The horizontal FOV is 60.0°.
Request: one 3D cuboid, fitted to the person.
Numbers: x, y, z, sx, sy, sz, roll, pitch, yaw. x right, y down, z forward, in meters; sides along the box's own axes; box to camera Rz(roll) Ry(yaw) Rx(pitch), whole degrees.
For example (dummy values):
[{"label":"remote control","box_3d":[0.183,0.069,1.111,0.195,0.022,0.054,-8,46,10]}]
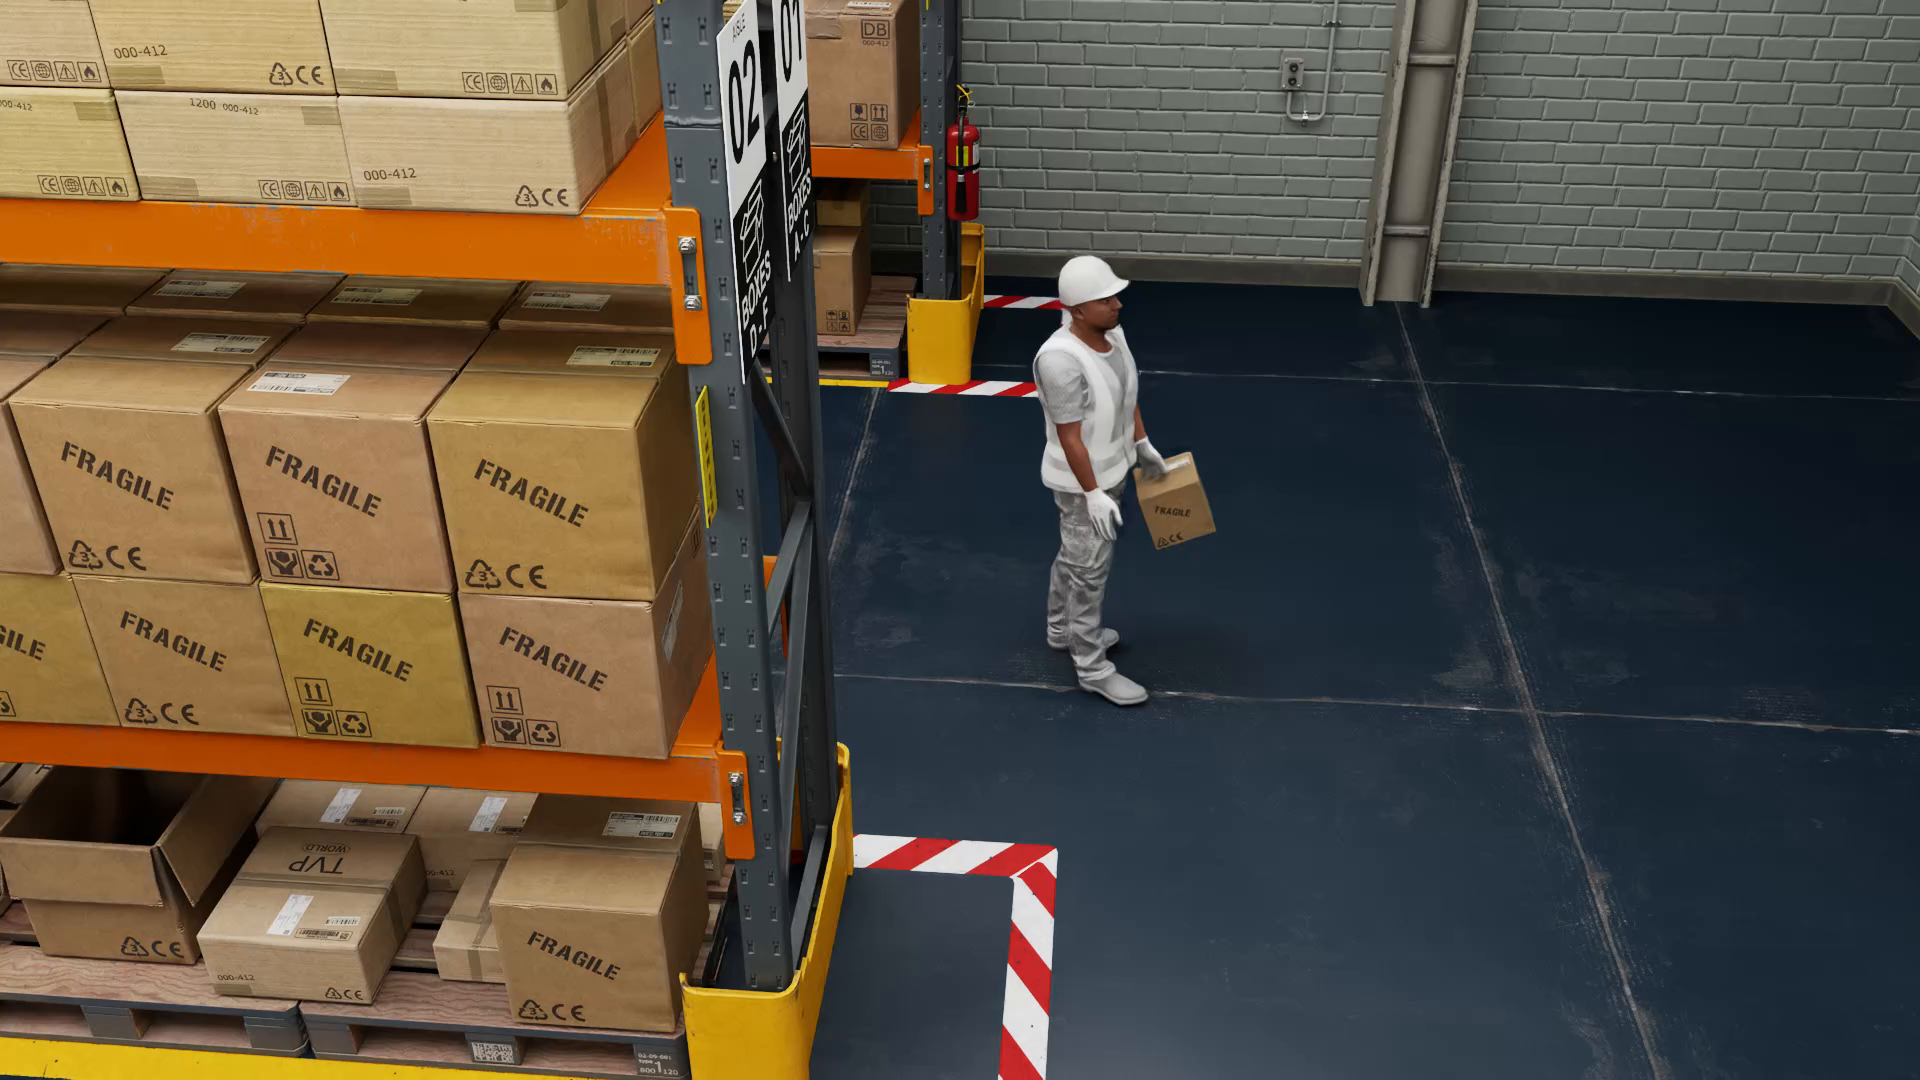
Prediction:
[{"label":"person","box_3d":[0.586,-0.239,6.496,0.555,1.789,0.582,14,34,21]}]
